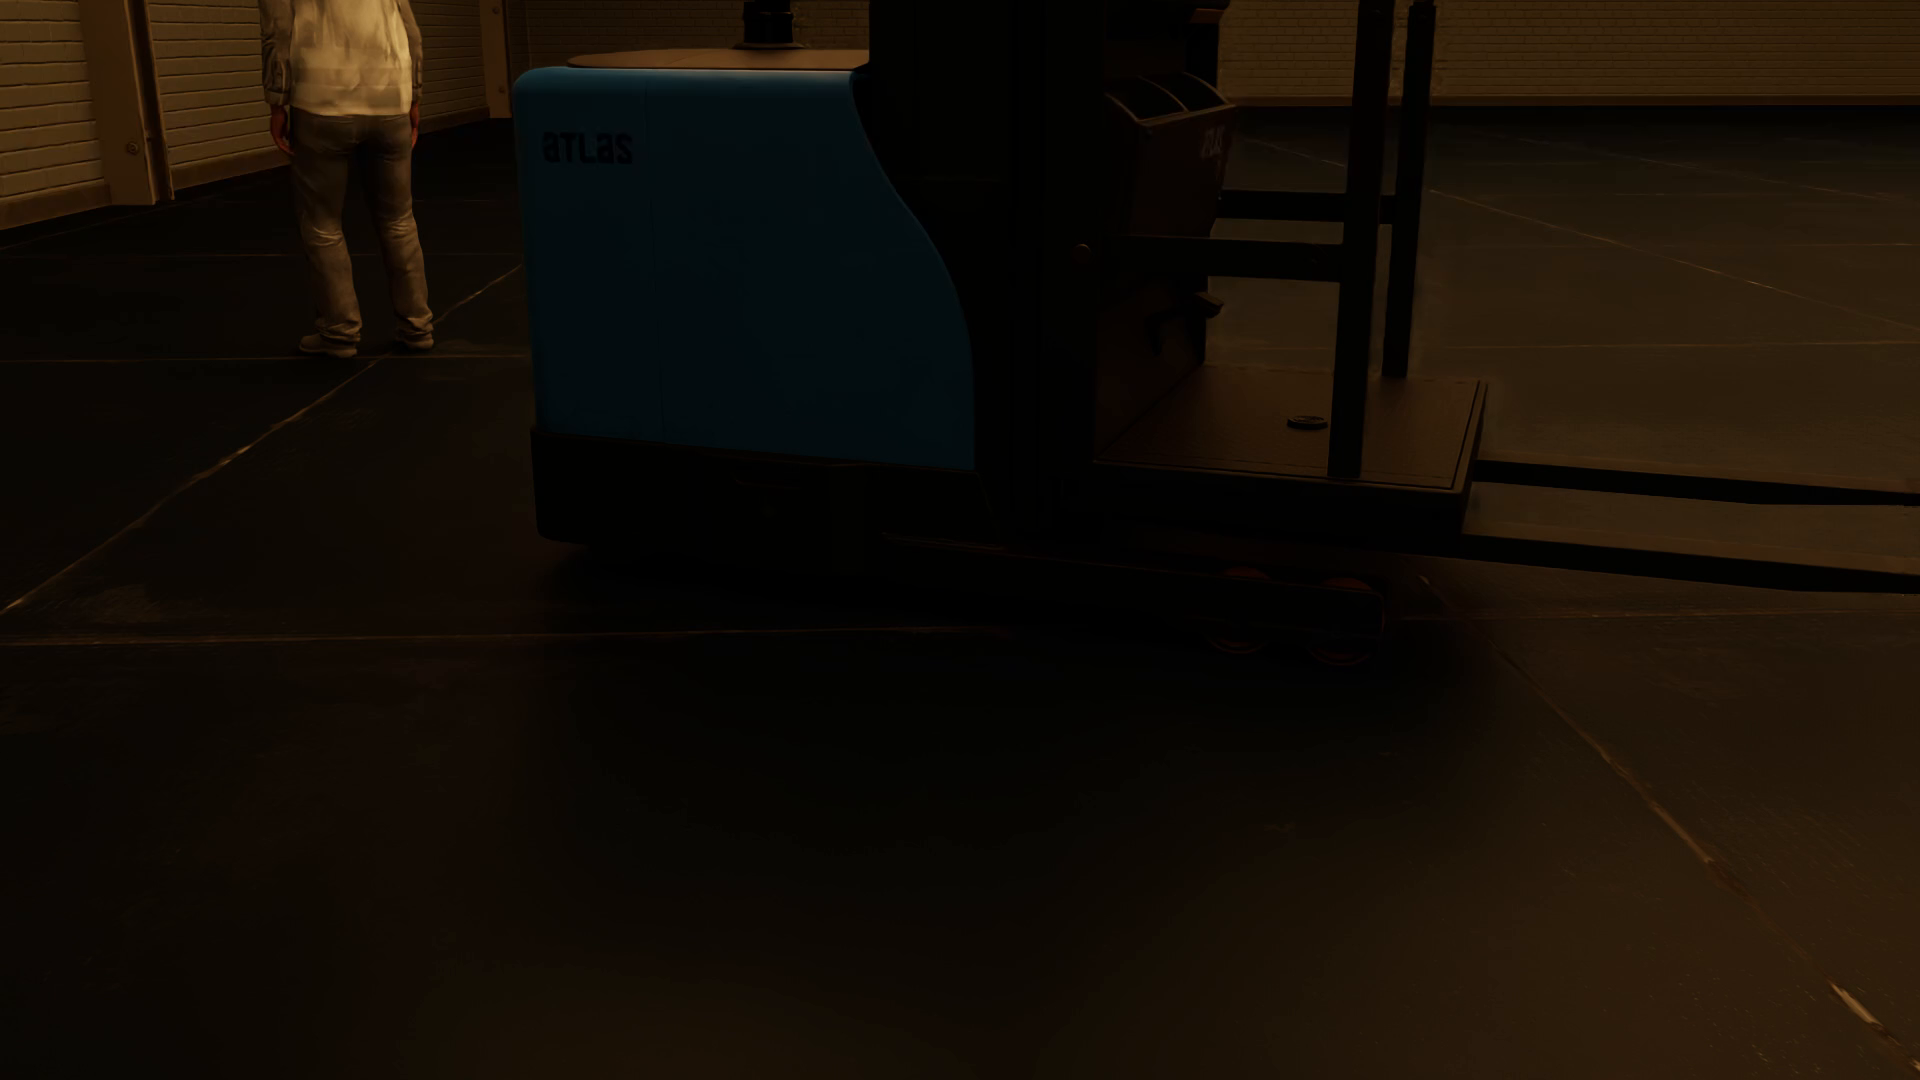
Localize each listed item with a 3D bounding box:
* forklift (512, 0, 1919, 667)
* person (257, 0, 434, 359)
[{"bbox_3d":[0.623,-1.338,3.281,3.031,2.935,1.130,6,18,18],"label":"forklift"},{"bbox_3d":[-2.206,-1.553,5.972,0.582,1.771,0.458,-15,22,-40],"label":"person"}]
